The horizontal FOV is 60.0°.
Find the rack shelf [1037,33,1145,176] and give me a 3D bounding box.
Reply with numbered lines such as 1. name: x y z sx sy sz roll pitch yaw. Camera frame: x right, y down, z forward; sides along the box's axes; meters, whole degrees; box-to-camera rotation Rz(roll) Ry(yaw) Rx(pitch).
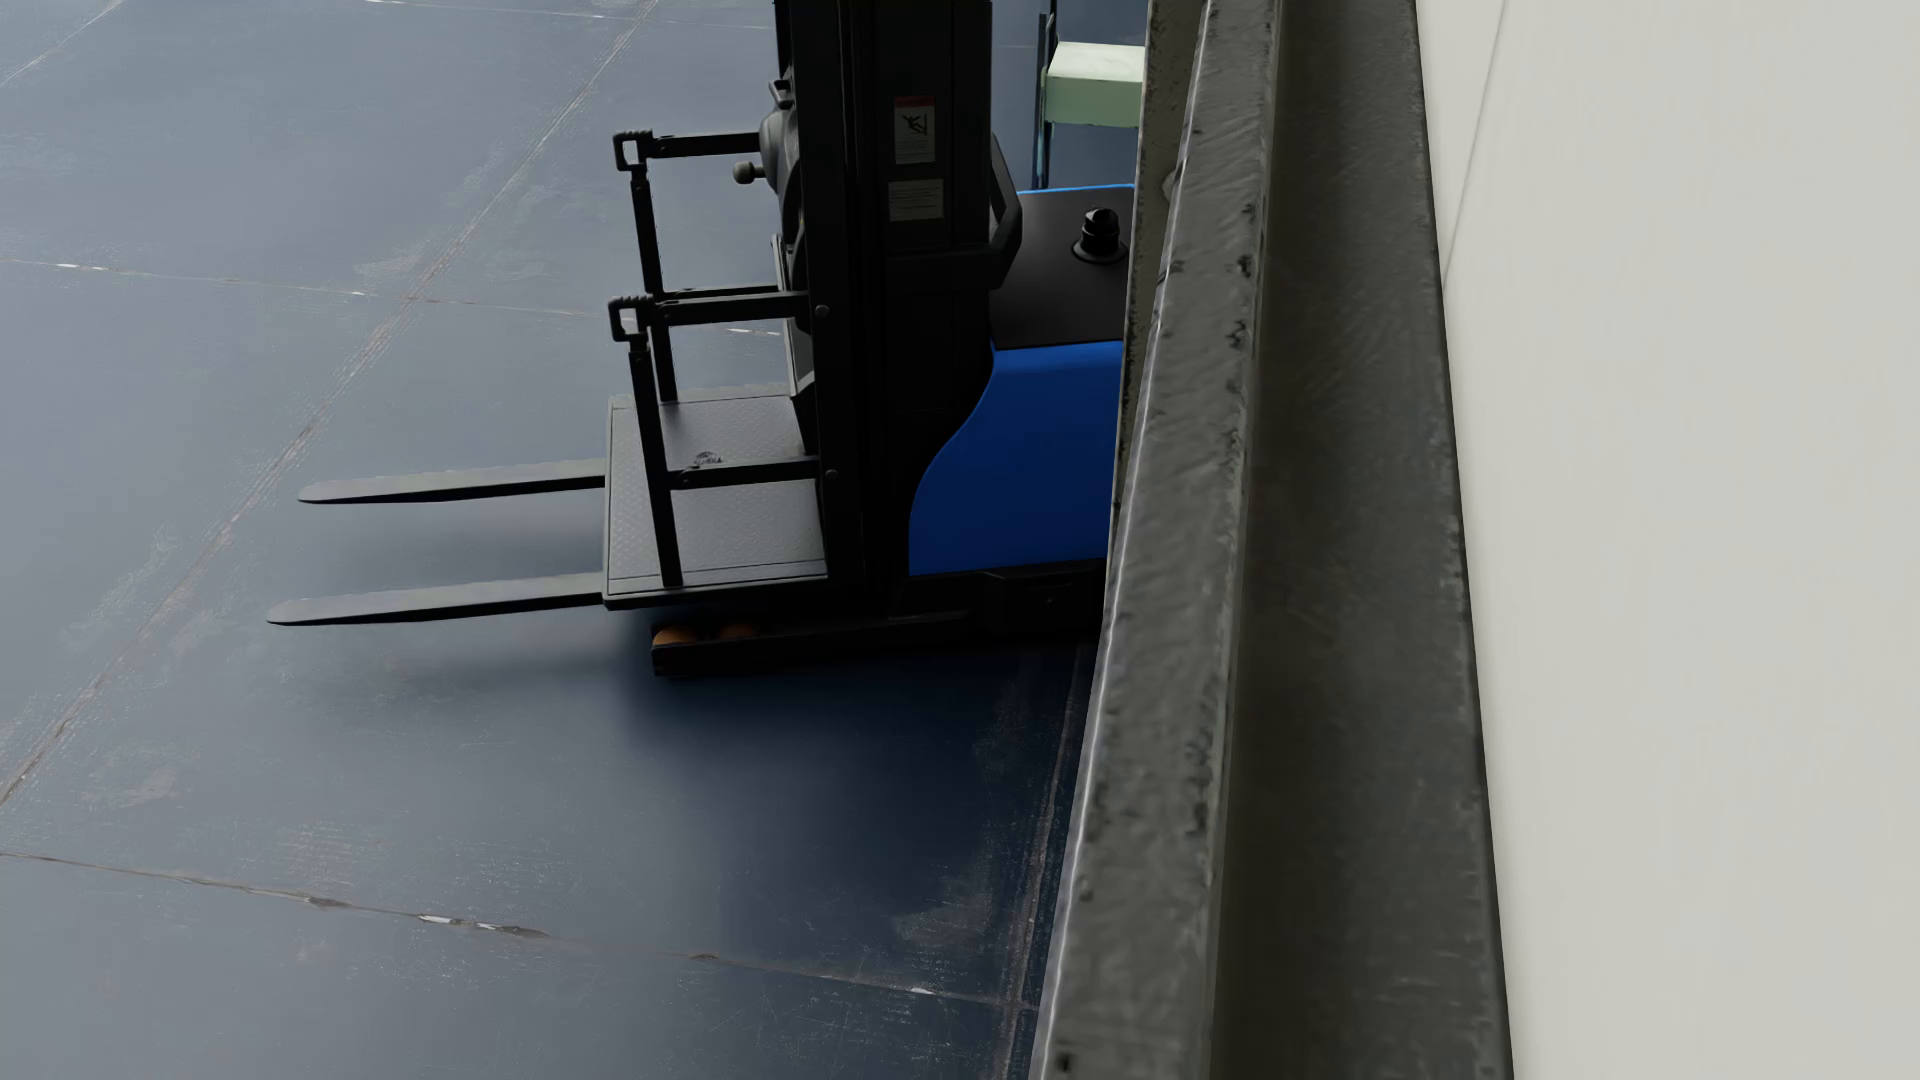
1. rack shelf: 0.653 -1.474 5.711 0.720 0.370 0.431 6 33 7

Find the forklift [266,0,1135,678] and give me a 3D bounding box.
1. forklift: -0.678 -1.058 4.730 3.031 2.935 1.130 -5 40 -6

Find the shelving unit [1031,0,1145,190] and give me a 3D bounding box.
1. shelving unit: 0.645 -1.146 5.922 0.755 1.500 0.431 6 33 7

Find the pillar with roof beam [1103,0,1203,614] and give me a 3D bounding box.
1. pillar with roof beam: -3.784 -2.707 1.962 9.100 9.000 0.400 6 40 8

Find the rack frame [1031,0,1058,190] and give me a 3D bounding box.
1. rack frame: 0.283 -1.183 5.966 0.023 1.500 0.400 6 33 7
